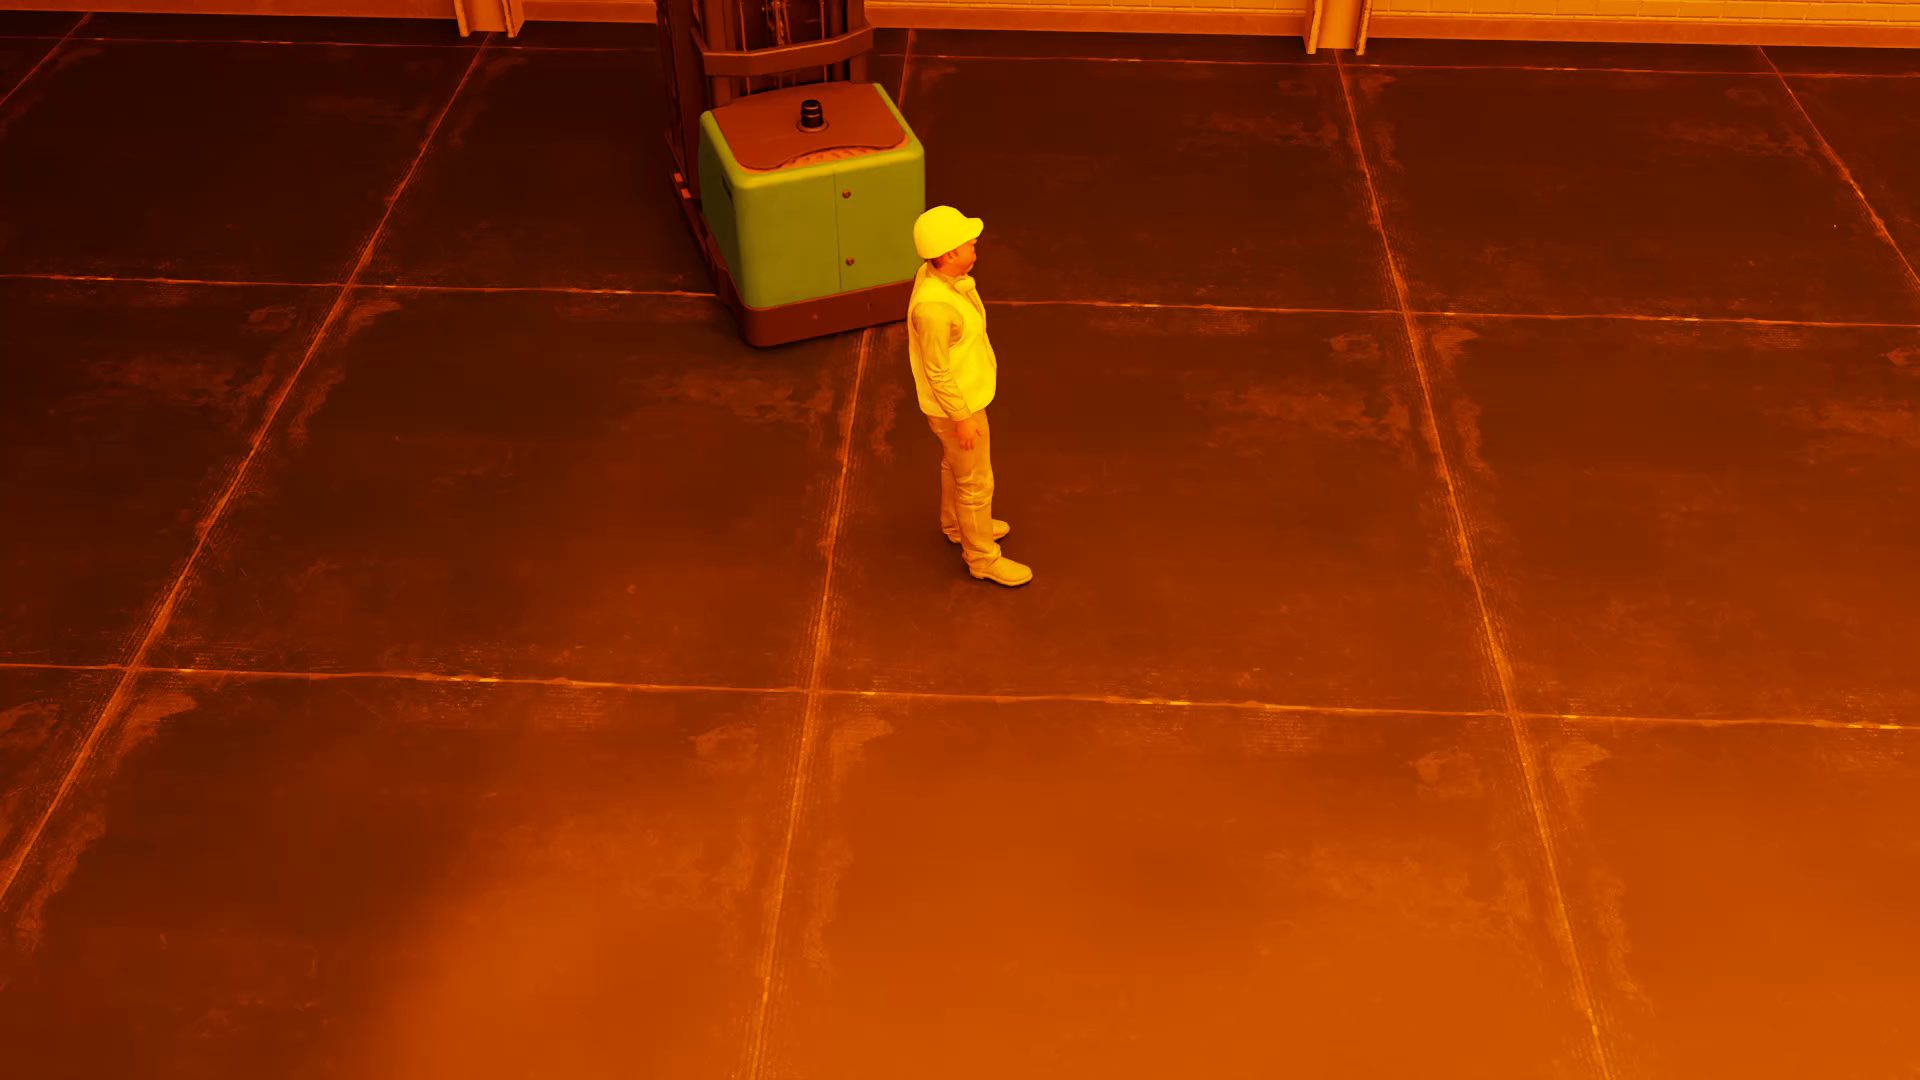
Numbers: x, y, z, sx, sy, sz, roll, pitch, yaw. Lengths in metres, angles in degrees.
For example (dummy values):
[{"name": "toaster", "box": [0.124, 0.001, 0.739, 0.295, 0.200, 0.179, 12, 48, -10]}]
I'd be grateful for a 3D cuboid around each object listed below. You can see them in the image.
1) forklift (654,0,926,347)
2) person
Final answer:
[{"name": "forklift", "box": [-1.142, -3.128, 9.169, 1.130, 2.935, 3.031, -14, 44, -14]}, {"name": "person", "box": [0.063, -0.653, 7.306, 0.566, 1.775, 0.633, 2, 42, 2]}]
